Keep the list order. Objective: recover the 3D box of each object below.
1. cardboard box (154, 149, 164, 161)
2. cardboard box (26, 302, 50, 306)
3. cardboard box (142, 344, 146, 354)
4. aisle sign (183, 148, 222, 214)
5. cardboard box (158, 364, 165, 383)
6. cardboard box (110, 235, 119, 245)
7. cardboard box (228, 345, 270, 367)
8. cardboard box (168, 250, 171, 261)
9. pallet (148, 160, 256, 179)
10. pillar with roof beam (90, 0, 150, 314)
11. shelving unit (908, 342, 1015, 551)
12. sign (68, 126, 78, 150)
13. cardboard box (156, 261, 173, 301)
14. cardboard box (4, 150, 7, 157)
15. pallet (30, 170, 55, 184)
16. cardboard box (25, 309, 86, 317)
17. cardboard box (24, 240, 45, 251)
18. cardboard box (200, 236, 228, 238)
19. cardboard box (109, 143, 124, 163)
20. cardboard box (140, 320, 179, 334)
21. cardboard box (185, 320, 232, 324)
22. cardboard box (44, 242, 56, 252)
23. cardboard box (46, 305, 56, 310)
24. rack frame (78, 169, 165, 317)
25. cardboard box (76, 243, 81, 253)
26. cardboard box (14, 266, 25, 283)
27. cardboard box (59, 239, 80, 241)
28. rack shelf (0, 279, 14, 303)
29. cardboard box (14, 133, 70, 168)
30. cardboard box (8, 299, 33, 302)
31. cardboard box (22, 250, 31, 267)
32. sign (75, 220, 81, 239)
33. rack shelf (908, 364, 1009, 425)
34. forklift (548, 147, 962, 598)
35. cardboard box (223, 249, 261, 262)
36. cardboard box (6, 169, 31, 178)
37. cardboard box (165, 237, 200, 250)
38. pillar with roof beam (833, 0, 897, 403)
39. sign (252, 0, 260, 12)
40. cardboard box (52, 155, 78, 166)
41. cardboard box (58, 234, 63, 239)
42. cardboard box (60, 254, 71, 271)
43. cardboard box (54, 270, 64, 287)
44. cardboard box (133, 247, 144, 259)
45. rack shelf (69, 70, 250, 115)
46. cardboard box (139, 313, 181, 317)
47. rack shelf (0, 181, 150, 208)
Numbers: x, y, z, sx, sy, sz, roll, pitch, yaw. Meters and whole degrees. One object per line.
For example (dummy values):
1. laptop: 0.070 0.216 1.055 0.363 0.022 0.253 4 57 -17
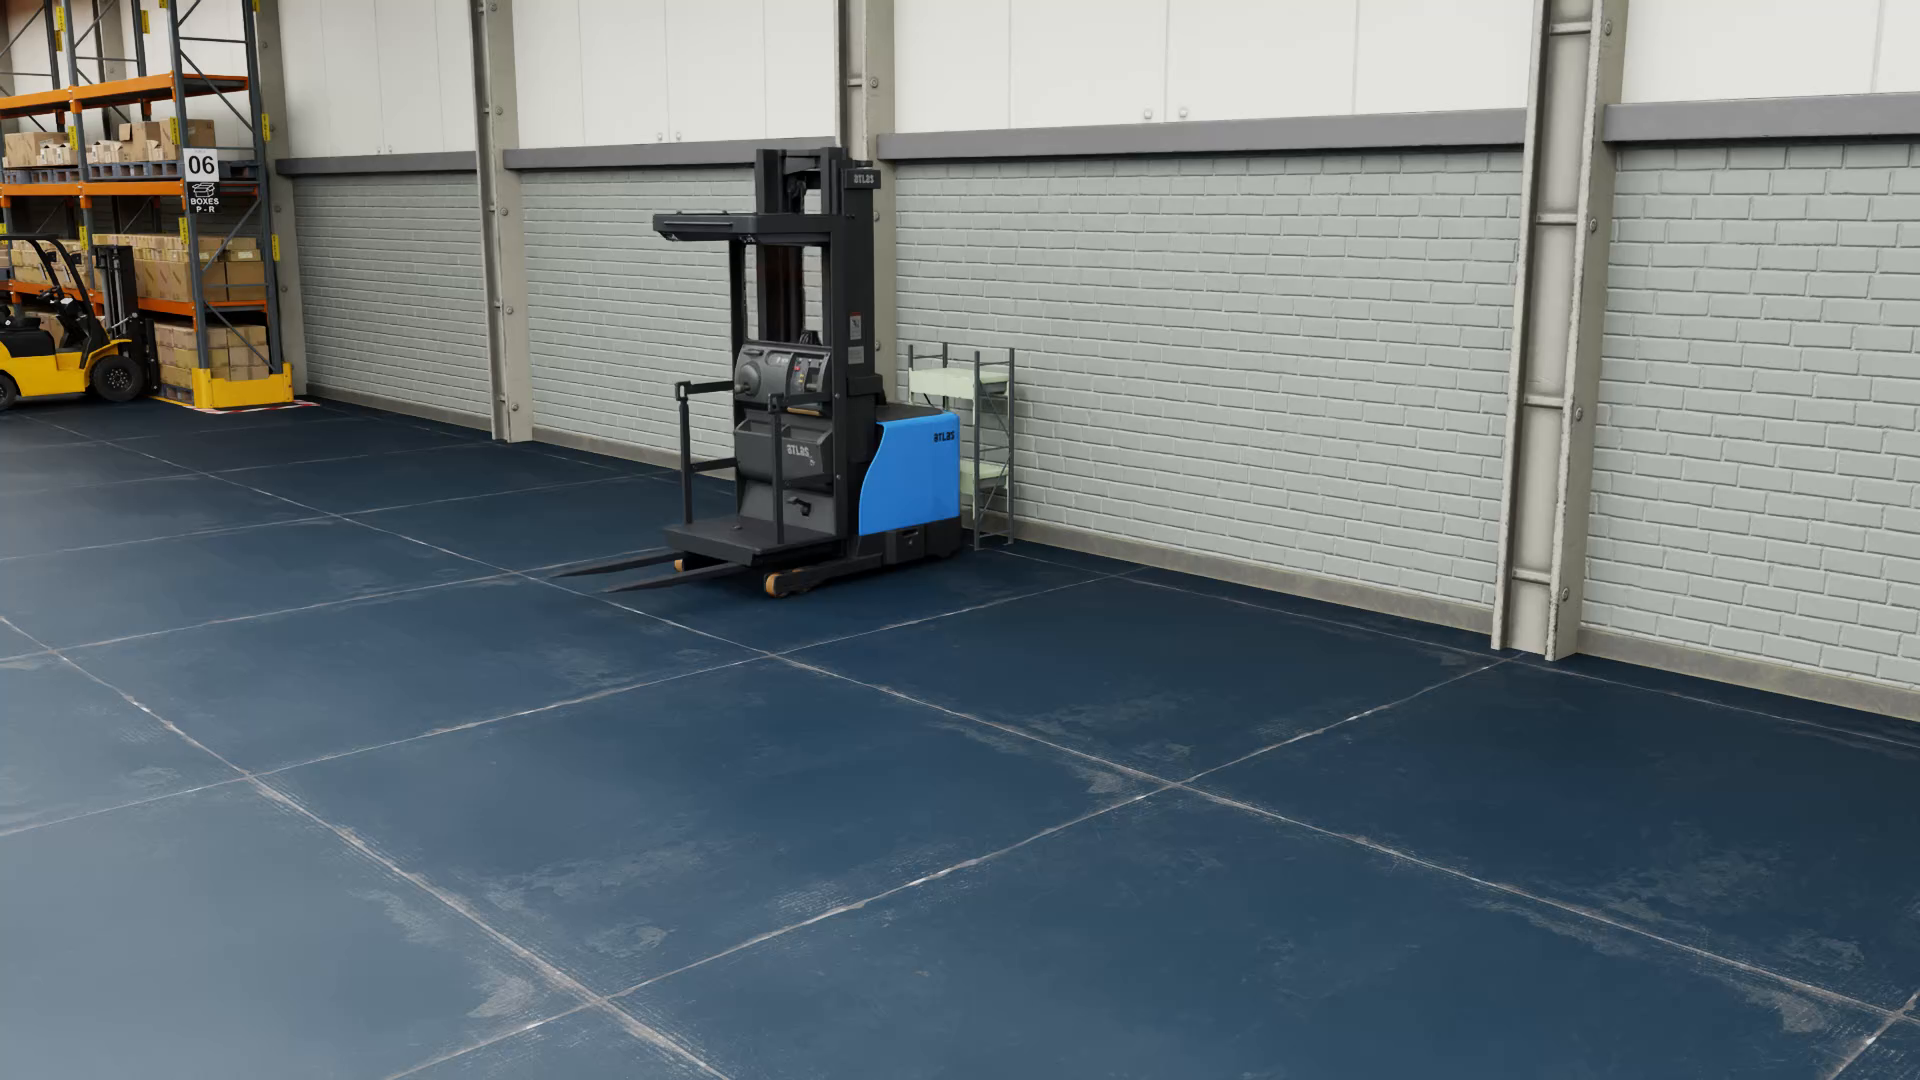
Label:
1. cardboard box: -10.014 -4.904 21.180 0.250 0.149 0.380 11 16 44
2. cardboard box: -15.612 -3.962 28.255 0.380 0.149 0.250 -11 16 -44
3. cardboard box: -10.838 -2.576 22.517 0.500 0.250 0.500 -11 16 -43
4. aisle sign: -9.389 -4.447 20.620 0.394 0.787 0.004 -11 16 -43
5. cardboard box: -10.451 -2.256 22.201 0.500 0.250 0.500 -11 16 -42
6. cardboard box: -11.447 -4.119 22.879 0.380 0.149 0.250 -10 16 -41
7. cardboard box: -9.397 -2.426 21.786 0.500 0.250 0.500 -11 16 -42
8. cardboard box: -9.997 -3.682 21.495 0.380 0.149 0.250 -11 16 -42
9. pallet: -9.692 -4.757 21.352 1.003 0.211 1.213 -11 16 -43
10. pillar with roof beam: -16.308 -6.666 22.964 9.100 9.000 0.400 -11 16 -43
11. shelving unit: 0.005 -0.734 12.755 0.431 1.500 0.755 -11 16 -43
12. sign: -12.370 -5.608 23.201 0.100 0.325 0.005 -11 16 -43
13. cardboard box: -10.104 -3.385 21.663 0.500 0.500 0.500 -10 15 -41
14. cardboard box: -15.199 -6.137 26.480 0.380 0.149 0.250 -10 15 -41
15. pallet: -13.439 -5.519 25.301 1.003 0.211 1.213 -10 15 -40
16. cardboard box: -14.326 -3.341 26.541 0.875 0.625 0.625 -10 15 -41
17. cardboard box: -14.359 -4.598 25.941 0.380 0.149 0.250 -10 16 -41
18. cardboard box: -9.809 -3.933 21.976 0.380 0.149 0.250 -11 16 -42
19. cardboard box: -11.179 -5.207 22.363 0.258 0.266 0.396 11 16 44
20. cardboard box: -10.823 -2.818 22.450 0.500 0.250 0.500 -11 16 -44
21. cardboard box: -10.103 -2.816 22.443 0.500 0.250 0.500 -11 16 -43
22. cardboard box: -13.524 -4.404 24.998 0.250 0.149 0.380 11 16 44
23. cardboard box: -14.882 -3.810 27.519 0.380 0.149 0.250 -10 15 -40
24. rack frame: -11.985 -3.808 23.961 1.000 3.000 0.127 -11 16 -43
25. cardboard box: -12.703 -4.272 24.357 0.380 0.149 0.250 -11 16 -43
26. cardboard box: -14.617 -4.220 26.330 0.500 0.250 0.500 -11 16 -42
27. cardboard box: -14.115 -4.717 26.516 0.380 0.149 0.250 -10 16 -41
28. rack shelf: -16.128 -4.331 28.284 1.077 0.370 4.000 -11 16 -43
29. cardboard box: -14.002 -5.965 25.462 0.700 0.500 0.500 -11 16 -44
30. cardboard box: -16.340 -4.108 28.963 0.380 0.149 0.250 -10 16 -41
31. cardboard box: -14.272 -4.391 25.924 0.500 0.250 0.500 -10 15 -41
32. sign: -14.348 -5.037 27.056 0.100 0.325 0.005 -11 16 -43
33. rack shelf: 0.005 -1.116 12.677 0.431 0.370 0.720 -11 16 -43
34. forklift: -1.372 -1.166 11.308 1.130 2.935 3.031 11 16 43
35. cardboard box: -9.269 -3.677 21.468 0.250 0.149 0.380 11 16 44
36. cardboard box: -15.277 -5.829 26.707 0.500 0.250 0.500 11 16 43
37. cardboard box: -10.015 -3.826 21.454 0.380 0.149 0.250 -10 16 -41
38. pillar with roof beam: -3.878 -4.039 10.213 9.100 9.000 0.400 -11 16 -43
39. sign: -8.817 -6.774 20.783 0.100 0.325 0.005 -11 16 -43
40. cardboard box: -12.964 -5.527 24.205 0.380 0.149 0.250 -11 16 -43
41. cardboard box: -14.989 -4.743 27.213 0.500 0.500 0.500 -10 15 -40
42. cardboard box: -12.869 -4.090 24.460 0.500 0.250 0.500 11 16 44
43. cardboard box: -13.194 -3.921 24.881 0.500 0.250 0.500 -11 16 -42
44. cardboard box: -10.901 -3.863 22.373 0.380 0.149 0.250 -11 16 -44
45. rack shelf: -10.604 -5.906 22.052 1.077 0.370 4.000 -11 16 -43
46. cardboard box: -11.505 -3.112 23.878 0.500 0.250 0.500 -10 16 -41
47. rack shelf: -13.366 -5.217 25.148 1.077 0.370 4.000 -11 16 -43
